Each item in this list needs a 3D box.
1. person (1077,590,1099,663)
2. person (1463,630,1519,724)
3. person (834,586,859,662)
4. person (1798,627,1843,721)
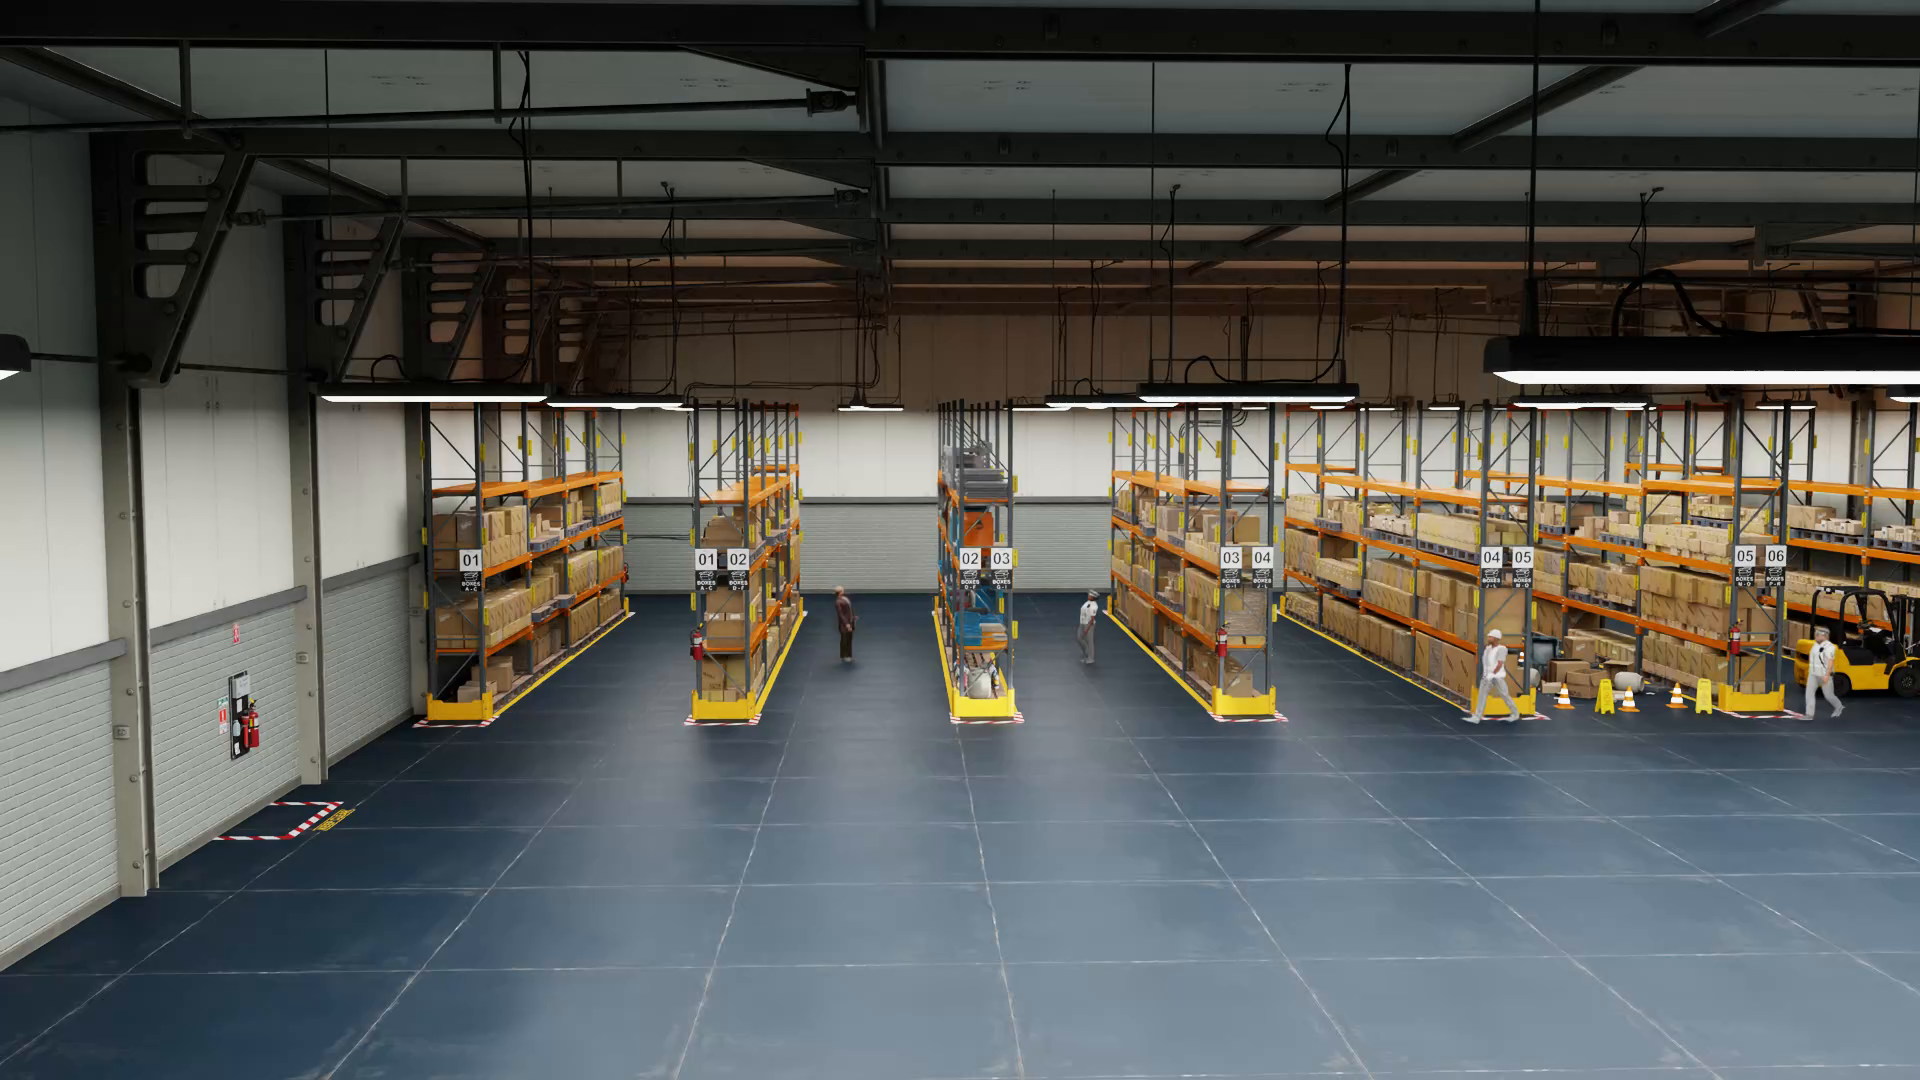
[{"bbox_3d":[2.935,1.988,38.315,0.443,1.704,0.574,-3,5,-30],"label":"person"},{"bbox_3d":[9.804,2.526,30.672,1.044,1.743,0.565,-2,5,-24],"label":"person"},{"bbox_3d":[-2.593,1.947,38.409,0.461,1.797,0.733,2,5,21],"label":"person"},{"bbox_3d":[16.081,2.490,30.980,0.928,1.736,0.499,-2,5,-30],"label":"person"}]
